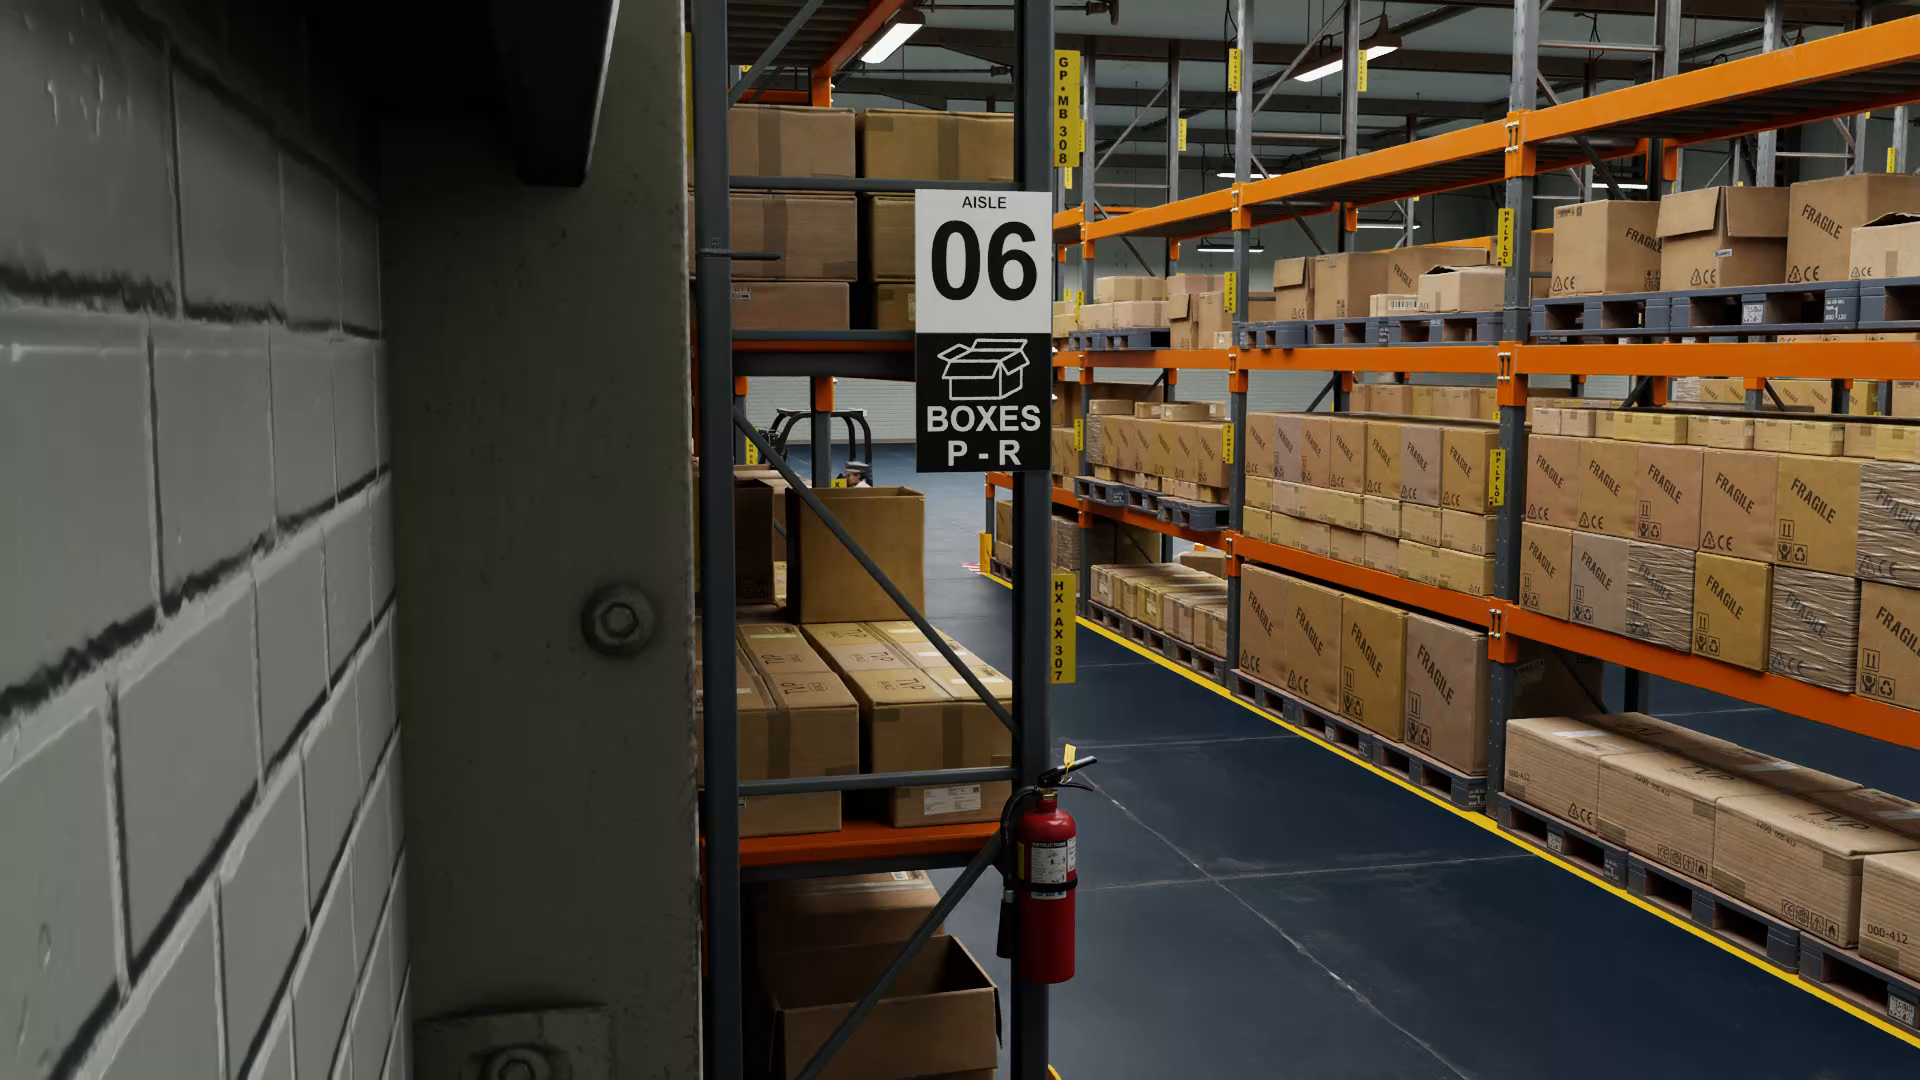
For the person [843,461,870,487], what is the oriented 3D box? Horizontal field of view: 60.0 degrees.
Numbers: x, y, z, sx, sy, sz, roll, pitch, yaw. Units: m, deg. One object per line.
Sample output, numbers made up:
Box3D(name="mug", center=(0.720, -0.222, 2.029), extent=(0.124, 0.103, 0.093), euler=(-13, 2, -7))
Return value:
Box3D(name="person", center=(-1.045, -0.002, 17.500), extent=(0.375, 1.661, 0.532), euler=(-2, 7, -17))
